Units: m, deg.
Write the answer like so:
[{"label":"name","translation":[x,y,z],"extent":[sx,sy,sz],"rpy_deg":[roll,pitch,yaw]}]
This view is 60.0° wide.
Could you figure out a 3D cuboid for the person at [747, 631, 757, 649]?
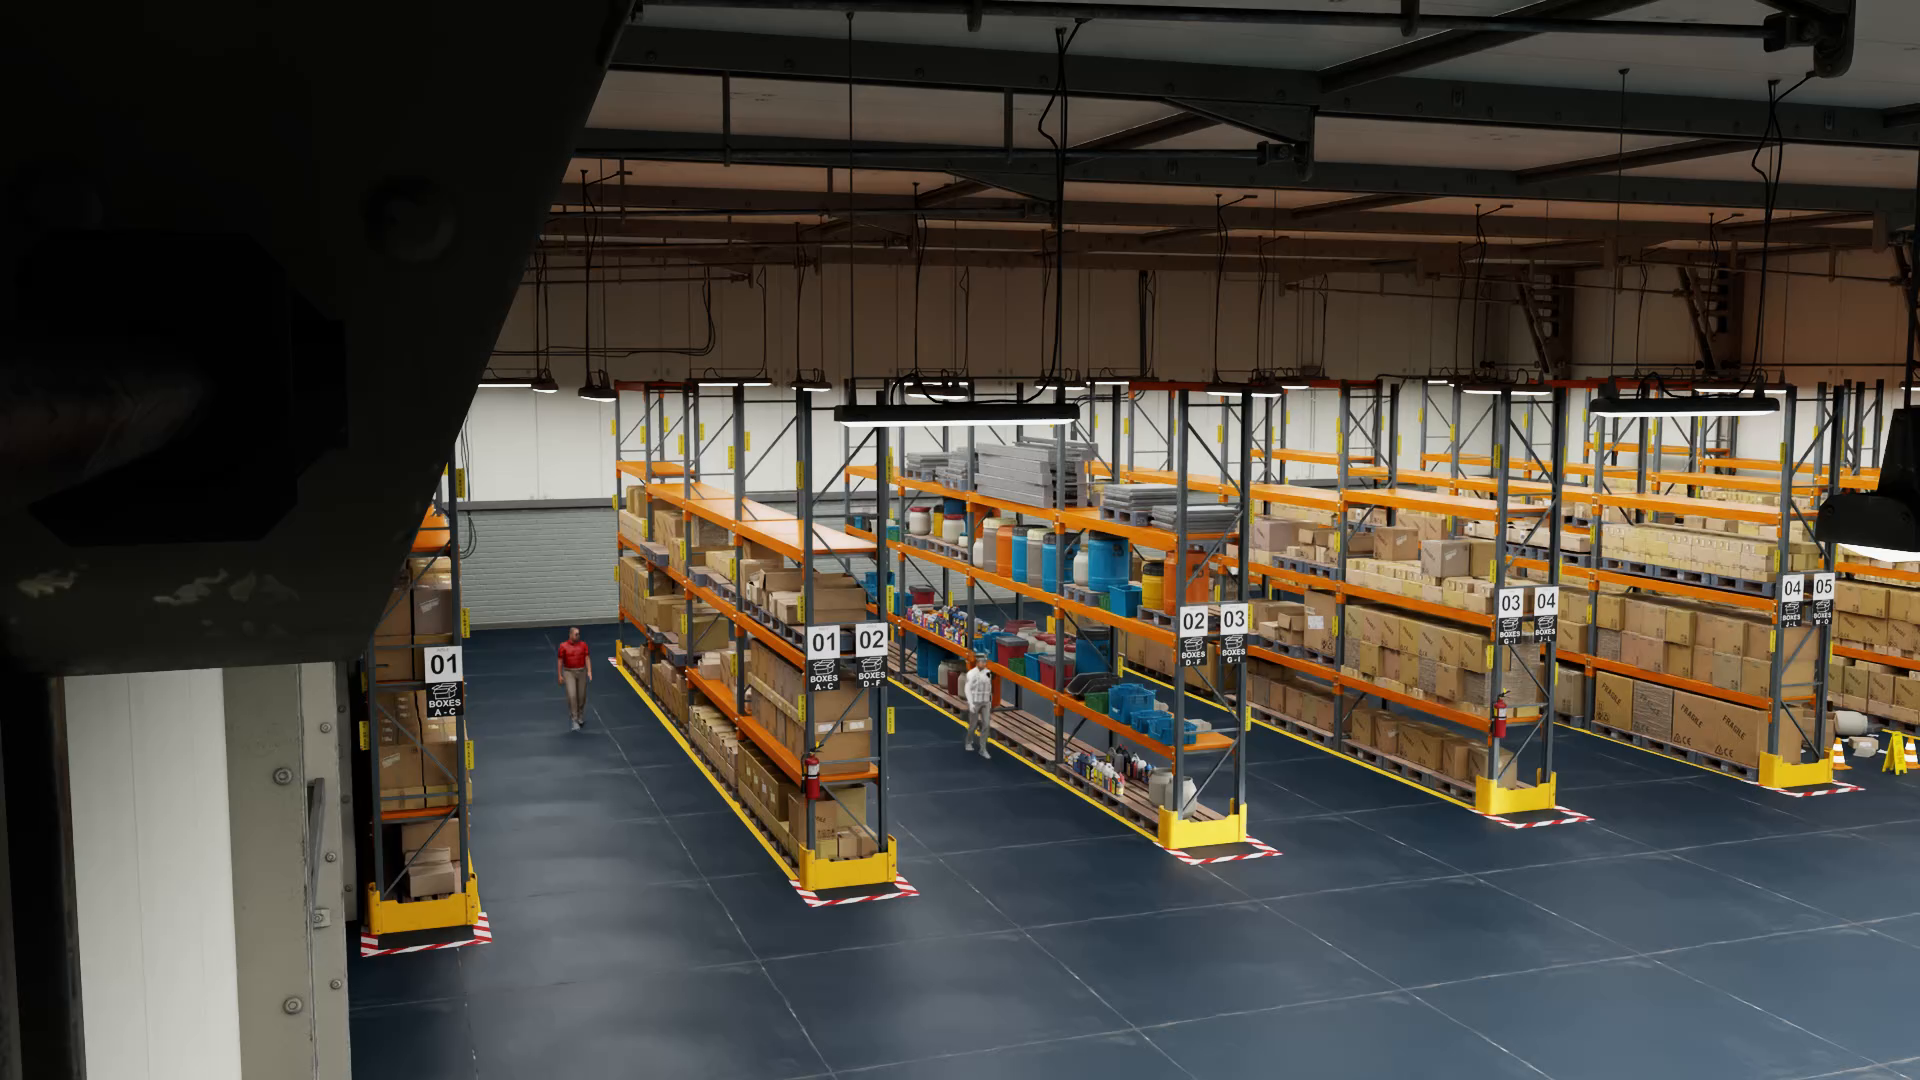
[{"label":"person","translation":[-4.287,1.900,33.644],"extent":[0.575,1.761,0.509],"rpy_deg":[4,7,32]}]

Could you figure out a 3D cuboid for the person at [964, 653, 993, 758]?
[{"label":"person","translation":[0.329,2.682,27.014],"extent":[0.557,1.697,0.668],"rpy_deg":[-3,7,-29]}]

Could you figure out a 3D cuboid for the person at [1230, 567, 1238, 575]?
[{"label":"person","translation":[7.221,0.924,42.724],"extent":[0.592,1.758,0.832],"rpy_deg":[4,7,34]}]

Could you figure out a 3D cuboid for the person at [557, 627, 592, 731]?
[{"label":"person","translation":[-6.681,2.415,29.106],"extent":[0.558,1.736,0.730],"rpy_deg":[-4,7,-35]}]
